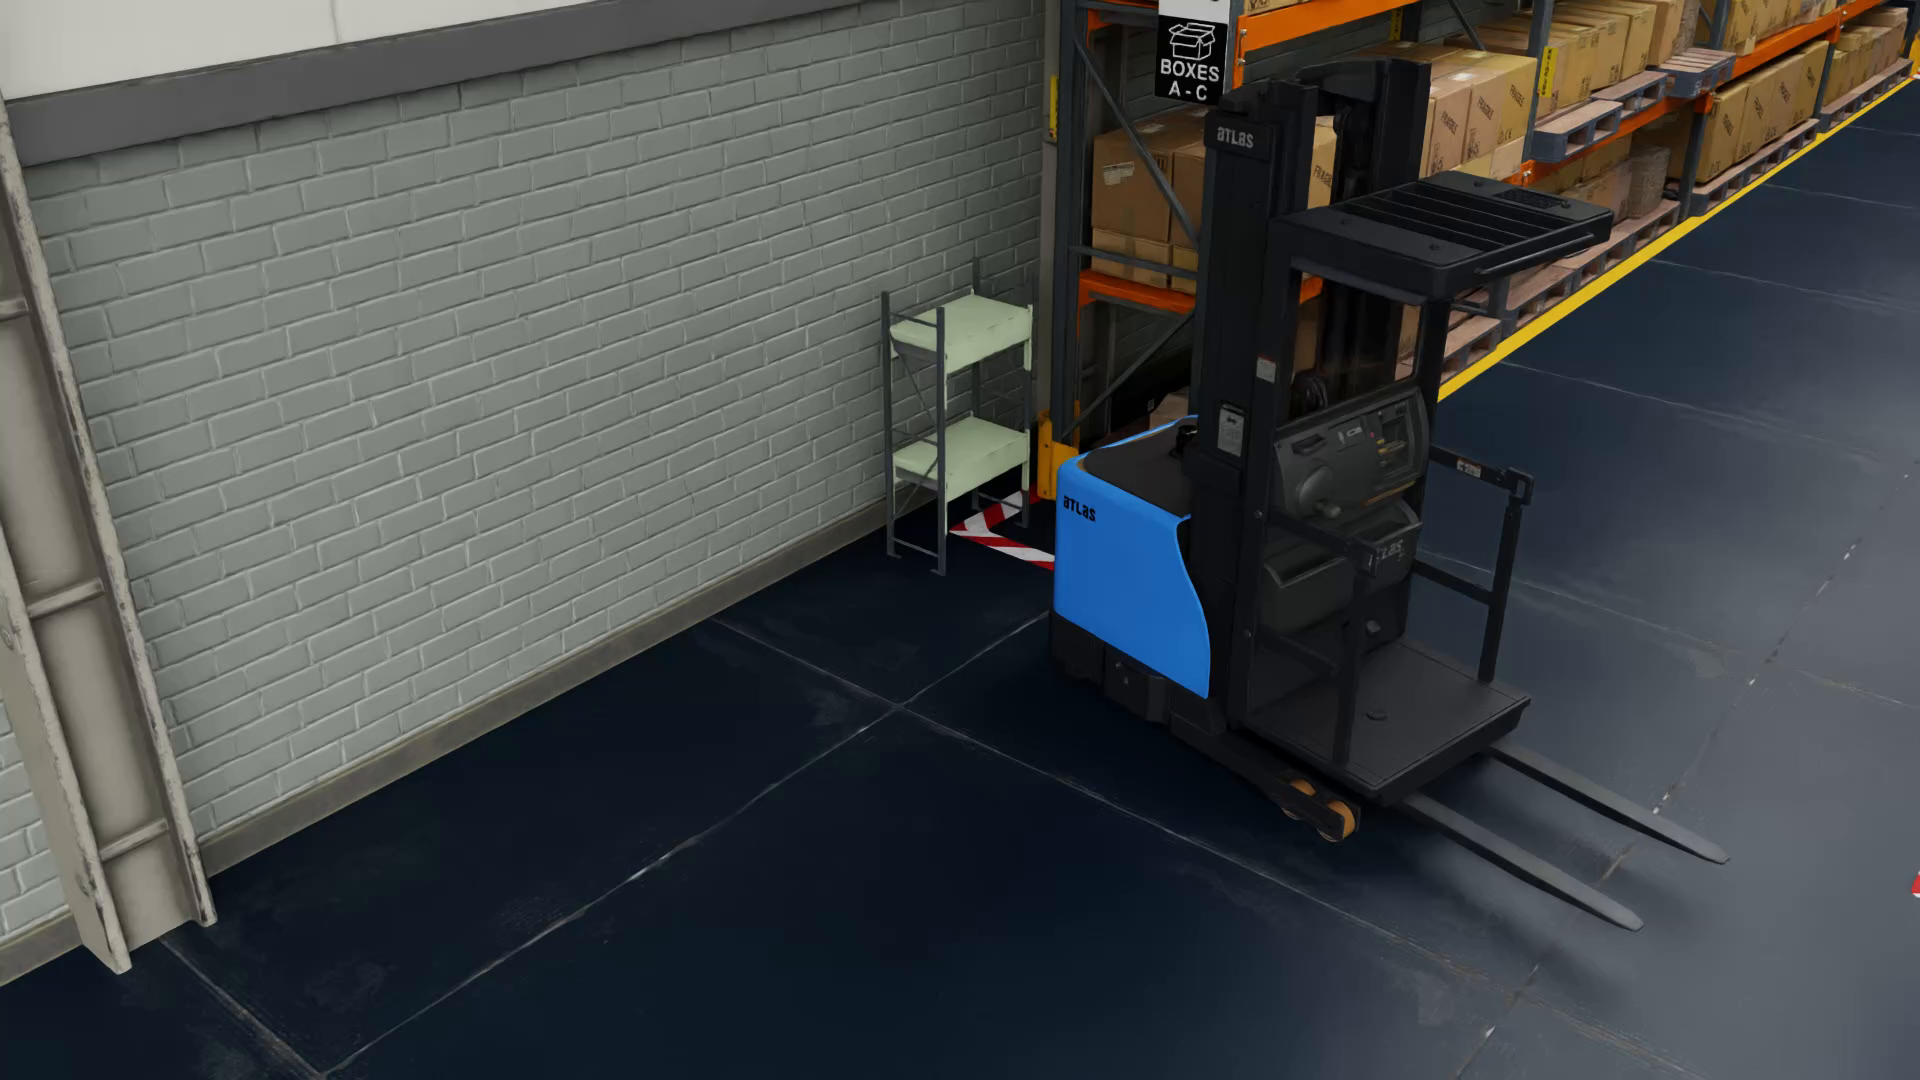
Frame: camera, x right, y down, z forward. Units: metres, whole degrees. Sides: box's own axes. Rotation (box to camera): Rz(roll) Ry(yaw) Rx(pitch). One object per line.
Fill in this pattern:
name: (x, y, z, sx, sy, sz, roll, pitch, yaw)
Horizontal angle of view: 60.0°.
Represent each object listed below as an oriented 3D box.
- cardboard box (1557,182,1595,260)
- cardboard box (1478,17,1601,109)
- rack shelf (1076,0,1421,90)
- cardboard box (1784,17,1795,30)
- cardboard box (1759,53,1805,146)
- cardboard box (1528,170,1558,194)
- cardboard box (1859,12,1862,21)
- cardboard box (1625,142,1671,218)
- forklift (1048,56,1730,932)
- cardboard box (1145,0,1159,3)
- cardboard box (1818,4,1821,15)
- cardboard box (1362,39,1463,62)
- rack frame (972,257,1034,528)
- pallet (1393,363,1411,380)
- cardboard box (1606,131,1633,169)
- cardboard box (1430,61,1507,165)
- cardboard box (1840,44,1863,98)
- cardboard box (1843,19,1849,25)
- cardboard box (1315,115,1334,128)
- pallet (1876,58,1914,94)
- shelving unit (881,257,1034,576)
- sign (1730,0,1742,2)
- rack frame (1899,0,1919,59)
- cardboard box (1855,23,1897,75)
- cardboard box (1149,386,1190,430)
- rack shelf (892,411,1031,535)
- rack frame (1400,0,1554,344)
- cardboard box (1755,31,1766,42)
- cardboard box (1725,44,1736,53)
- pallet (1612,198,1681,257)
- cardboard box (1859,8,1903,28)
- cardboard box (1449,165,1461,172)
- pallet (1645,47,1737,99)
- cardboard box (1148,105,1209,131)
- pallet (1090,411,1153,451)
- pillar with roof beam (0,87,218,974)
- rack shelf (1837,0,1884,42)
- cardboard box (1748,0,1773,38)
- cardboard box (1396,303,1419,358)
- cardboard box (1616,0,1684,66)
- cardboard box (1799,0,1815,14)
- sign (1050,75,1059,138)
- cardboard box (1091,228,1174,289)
cardboard box: (4.581, -2.602, 13.258, 0.700, 0.500, 0.500, 21, 34, 35)
cardboard box: (4.191, -3.491, 12.146, 0.500, 0.500, 0.700, -24, 36, -39)
rack shelf: (2.208, -3.188, 9.666, 1.077, 0.370, 4.000, 21, 34, 34)
cardboard box: (7.730, -4.978, 15.860, 0.380, 0.149, 0.250, 20, 33, 33)
cardboard box: (7.692, -4.368, 16.312, 0.750, 0.750, 0.750, 22, 35, 36)
cardboard box: (4.213, -2.726, 12.680, 0.500, 0.250, 0.500, 20, 33, 33)
cardboard box: (10.348, -6.149, 19.429, 0.380, 0.149, 0.250, 21, 34, 35)
cardboard box: (5.606, -3.117, 14.253, 0.700, 0.500, 0.500, 21, 34, 35)
forklift: (1.750, -0.321, 6.681, 1.130, 2.935, 3.031, -21, 34, -34)
cardboard box: (1.006, -3.074, 8.532, 0.500, 0.500, 0.500, 24, 36, 38)
cardboard box: (8.230, -5.241, 16.367, 0.380, 0.149, 0.250, 22, 35, 36)
cardboard box: (3.020, -3.054, 11.215, 0.500, 0.500, 0.500, 20, 33, 33)
rack frame: (0.229, -0.794, 9.152, 0.400, 1.500, 0.023, 21, 34, 34)
pallet: (2.304, -0.963, 10.882, 1.003, 0.211, 1.213, 21, 34, 34)
cardboard box: (5.195, -3.267, 13.725, 0.500, 0.250, 0.500, 21, 34, 35)
cardboard box: (3.105, -2.723, 10.575, 0.500, 0.500, 0.500, 21, 34, 34)
cardboard box: (9.445, -5.209, 18.319, 0.700, 0.500, 0.500, 20, 34, 34)
cardboard box: (9.865, -5.879, 18.907, 0.380, 0.149, 0.250, 21, 34, 35)
cardboard box: (2.127, -2.177, 9.518, 0.500, 0.500, 0.500, 19, 33, 33)
pallet: (10.664, -5.594, 19.834, 1.003, 0.211, 1.213, 21, 34, 34)
shelving unit: (-0.004, -0.664, 8.901, 0.431, 1.500, 0.755, 21, 34, 34)
sign: (6.449, -4.626, 13.755, 0.100, 0.325, 0.005, 21, 34, 34)
rack frame: (11.113, -7.139, 19.785, 1.000, 3.000, 0.127, 21, 34, 34)
cardboard box: (10.426, -5.760, 19.384, 0.700, 0.500, 0.500, 21, 34, 34)
cardboard box: (1.445, -0.686, 9.760, 0.500, 0.311, 0.500, 17, 32, 29)
rack shelf: (-0.004, -0.374, 9.051, 0.431, 0.370, 0.720, 21, 34, 34)
rack frame: (3.480, -2.884, 11.561, 1.000, 3.000, 0.127, 21, 34, 34)
cardboard box: (7.209, -4.713, 15.348, 0.380, 0.149, 0.250, 21, 34, 35)
cardboard box: (6.579, -4.336, 14.618, 0.380, 0.149, 0.250, 21, 34, 35)
pallet: (5.526, -2.787, 14.409, 1.003, 0.211, 1.213, 21, 34, 34)
cardboard box: (10.641, -6.036, 19.211, 0.380, 0.149, 0.250, 22, 34, 36)
cardboard box: (2.781, -2.213, 10.405, 0.500, 0.250, 0.500, 21, 34, 34)
pallet: (5.653, -3.934, 13.798, 1.213, 0.211, 1.003, 21, 34, 34)
cardboard box: (1.399, -2.146, 9.460, 0.500, 0.500, 0.500, 21, 34, 35)
pallet: (1.528, -0.532, 10.049, 1.003, 0.211, 1.213, 21, 34, 34)
pillar with roof beam: (0.219, -1.246, 1.865, 9.100, 9.000, 0.400, 21, 34, 34)
rack shelf: (9.840, -6.110, 18.580, 1.077, 0.370, 4.000, 21, 34, 34)
cardboard box: (6.871, -4.768, 14.749, 0.500, 0.500, 0.500, 22, 35, 36)
cardboard box: (2.850, -1.590, 11.300, 0.500, 0.500, 0.500, 18, 32, 31)
cardboard box: (5.398, -4.167, 13.452, 0.700, 0.500, 0.500, 17, 32, 30)
cardboard box: (7.826, -5.310, 15.795, 0.500, 0.500, 0.500, 21, 34, 34)
sign: (0.520, -2.290, 8.808, 0.100, 0.325, 0.005, 21, 34, 34)
cardboard box: (1.083, -1.631, 9.279, 0.500, 0.250, 0.500, 21, 34, 35)
